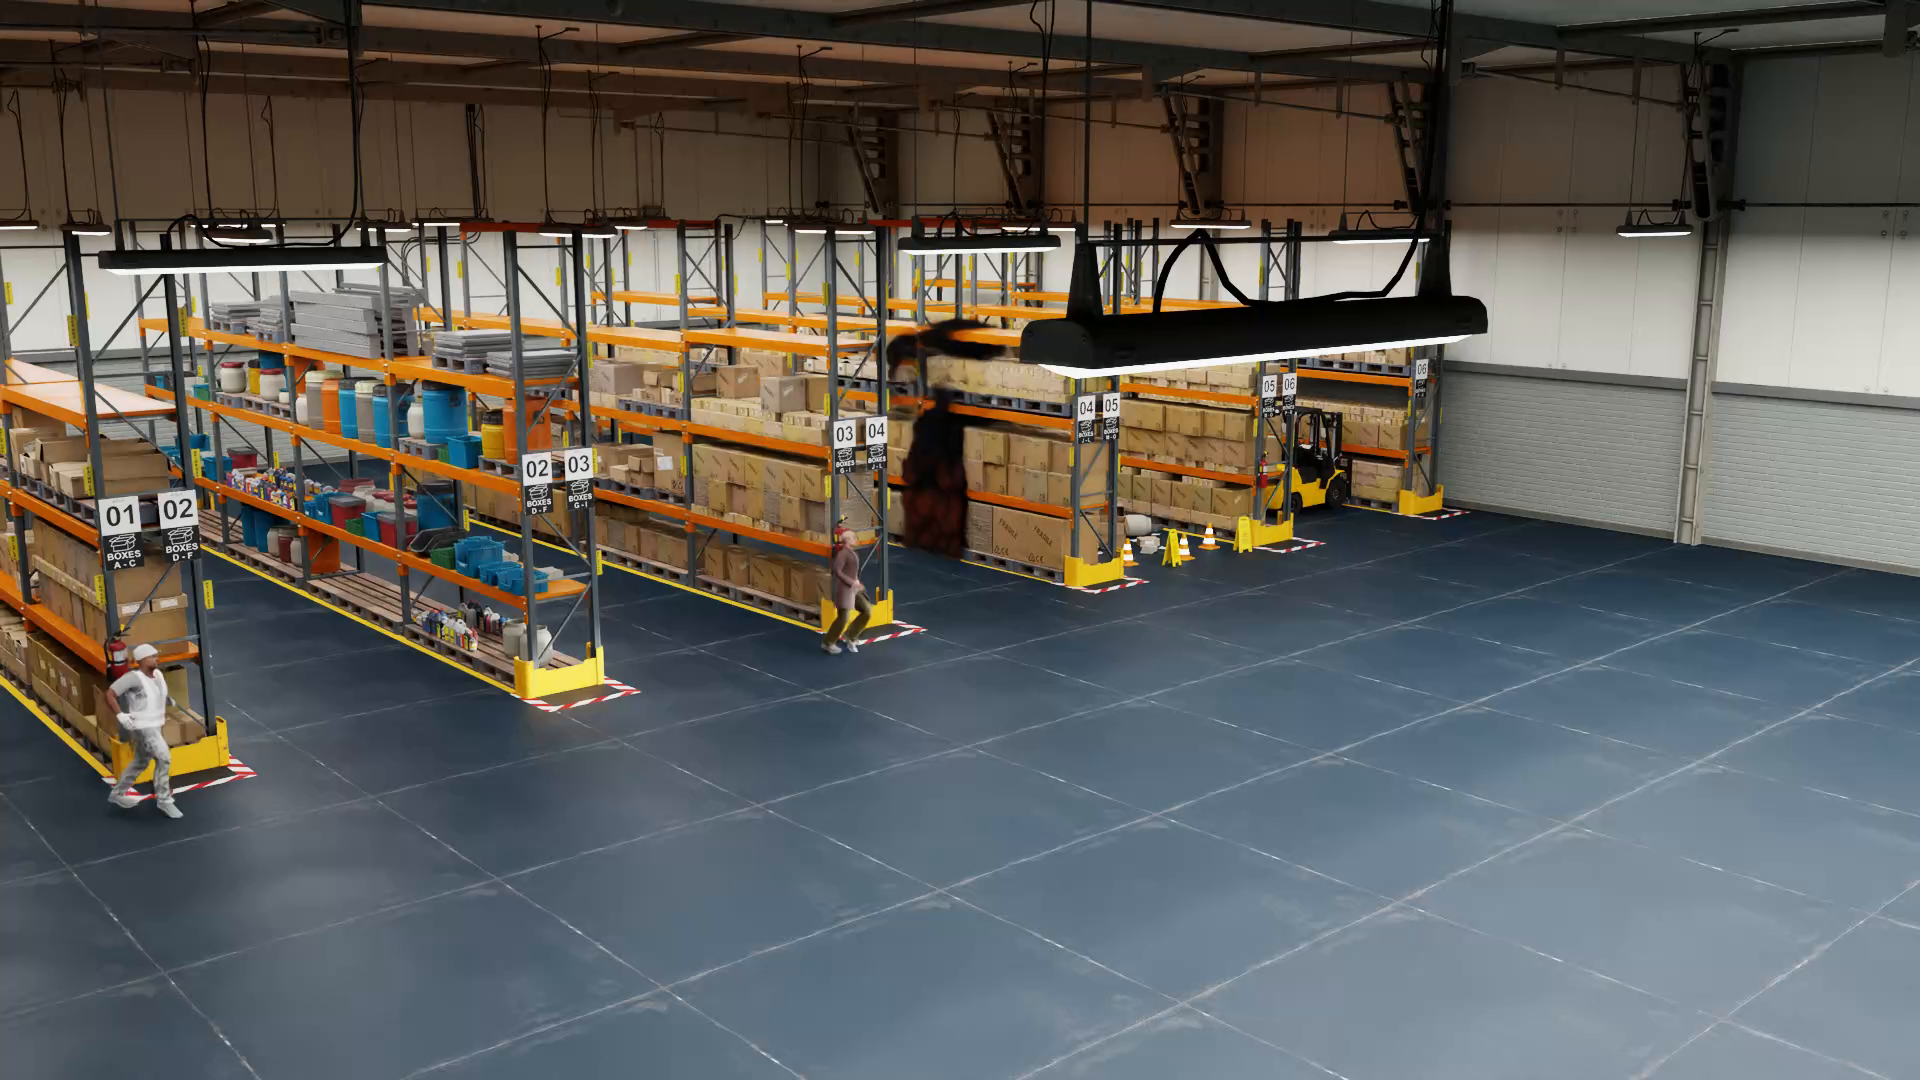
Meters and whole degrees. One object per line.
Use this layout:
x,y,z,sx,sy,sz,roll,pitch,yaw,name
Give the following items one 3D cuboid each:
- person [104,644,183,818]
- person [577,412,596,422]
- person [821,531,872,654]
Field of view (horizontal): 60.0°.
-8.613,2.000,17.584,0.826,1.808,0.702,-1,11,-4,person
-9.118,-2.724,40.814,0.682,1.811,0.893,7,13,31,person
-1.600,0.744,23.845,0.690,1.765,0.774,4,12,20,person
